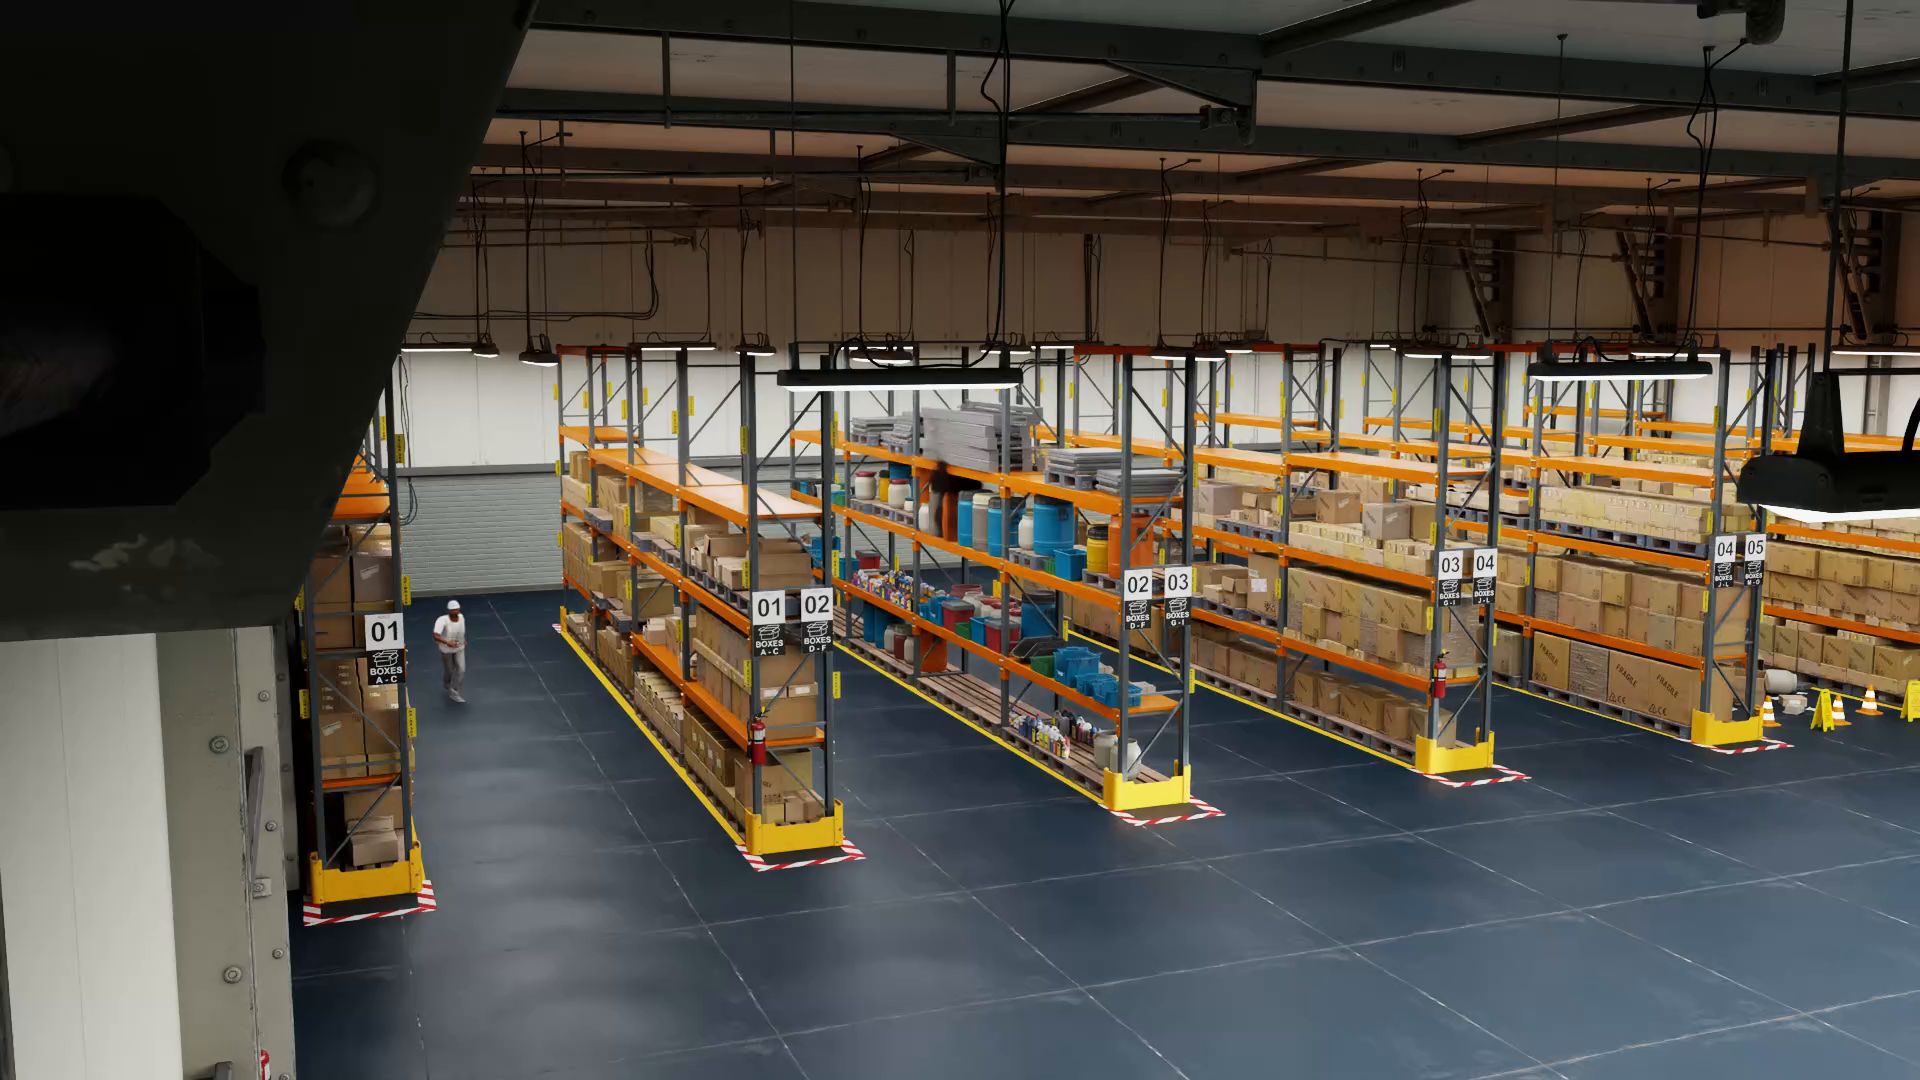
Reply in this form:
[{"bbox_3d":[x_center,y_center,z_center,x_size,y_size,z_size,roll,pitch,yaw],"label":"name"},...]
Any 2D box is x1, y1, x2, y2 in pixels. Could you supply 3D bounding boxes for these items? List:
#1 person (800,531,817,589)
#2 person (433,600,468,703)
[{"bbox_3d":[-3.537,0.668,37.802,0.815,1.760,0.690,-1,7,-8],"label":"person"},{"bbox_3d":[-8.713,1.872,28.363,0.675,1.740,0.833,-6,9,-40],"label":"person"}]
